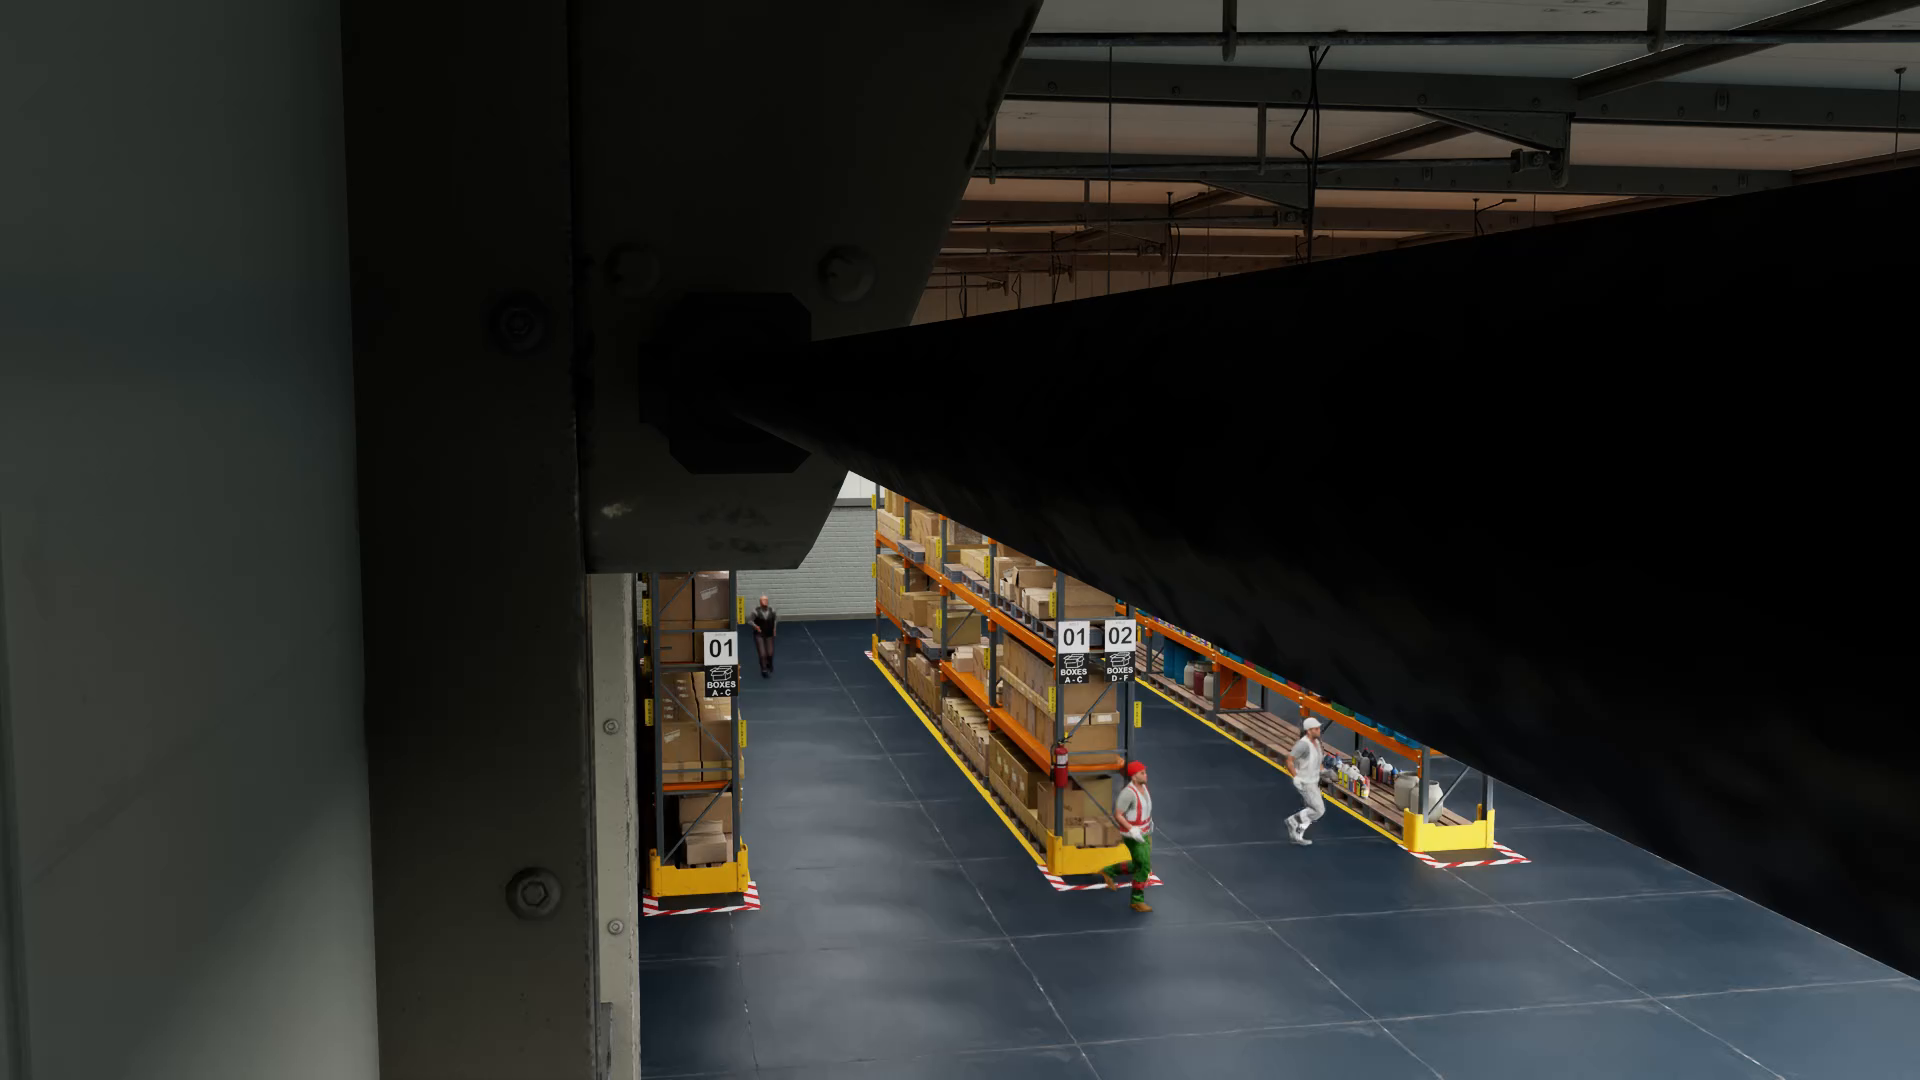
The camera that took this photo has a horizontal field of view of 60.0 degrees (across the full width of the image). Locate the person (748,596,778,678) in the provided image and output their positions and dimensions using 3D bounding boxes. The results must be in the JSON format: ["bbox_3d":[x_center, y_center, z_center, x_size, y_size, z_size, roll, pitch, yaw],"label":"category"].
[{"bbox_3d":[-4.026,1.990,34.180,0.649,1.691,0.605,-2,6,-18],"label":"person"}]

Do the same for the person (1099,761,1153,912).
[{"bbox_3d":[1.974,3.459,19.585,0.699,1.779,0.673,3,7,29],"label":"person"}]

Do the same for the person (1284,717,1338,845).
[{"bbox_3d":[4.640,3.209,22.002,0.632,1.732,0.670,4,7,33],"label":"person"}]
